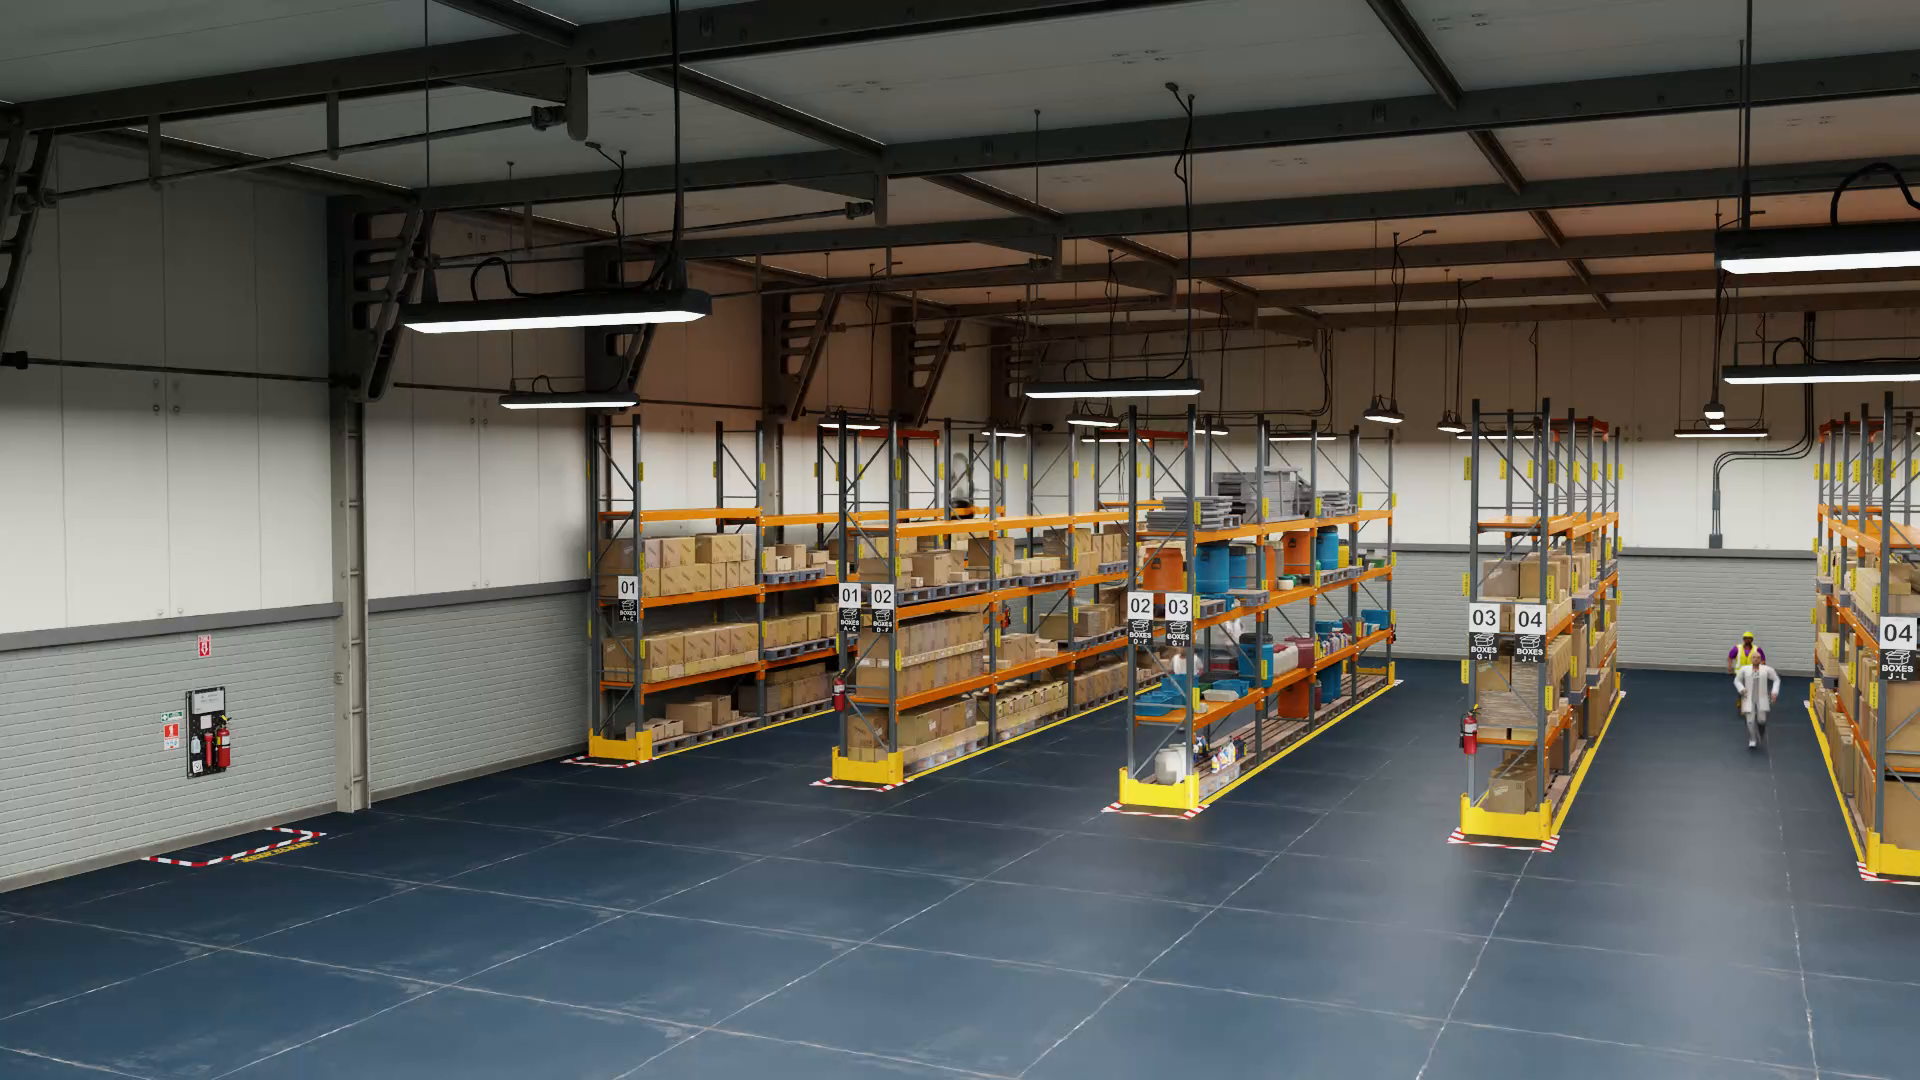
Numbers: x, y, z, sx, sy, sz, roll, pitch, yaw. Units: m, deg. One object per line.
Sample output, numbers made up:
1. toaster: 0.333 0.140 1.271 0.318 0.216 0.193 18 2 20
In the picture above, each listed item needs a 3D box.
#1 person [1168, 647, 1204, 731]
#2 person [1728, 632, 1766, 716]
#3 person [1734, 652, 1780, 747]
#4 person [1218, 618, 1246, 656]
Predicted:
1. person: 4.302 2.810 31.981 0.672 1.736 0.599 1 3 24
2. person: 16.179 2.745 34.198 0.721 1.720 0.598 1 3 27
3. person: 14.427 2.890 30.127 0.759 1.729 0.660 1 3 27
4. person: 6.545 2.489 40.033 0.687 1.752 0.894 0 2 2
